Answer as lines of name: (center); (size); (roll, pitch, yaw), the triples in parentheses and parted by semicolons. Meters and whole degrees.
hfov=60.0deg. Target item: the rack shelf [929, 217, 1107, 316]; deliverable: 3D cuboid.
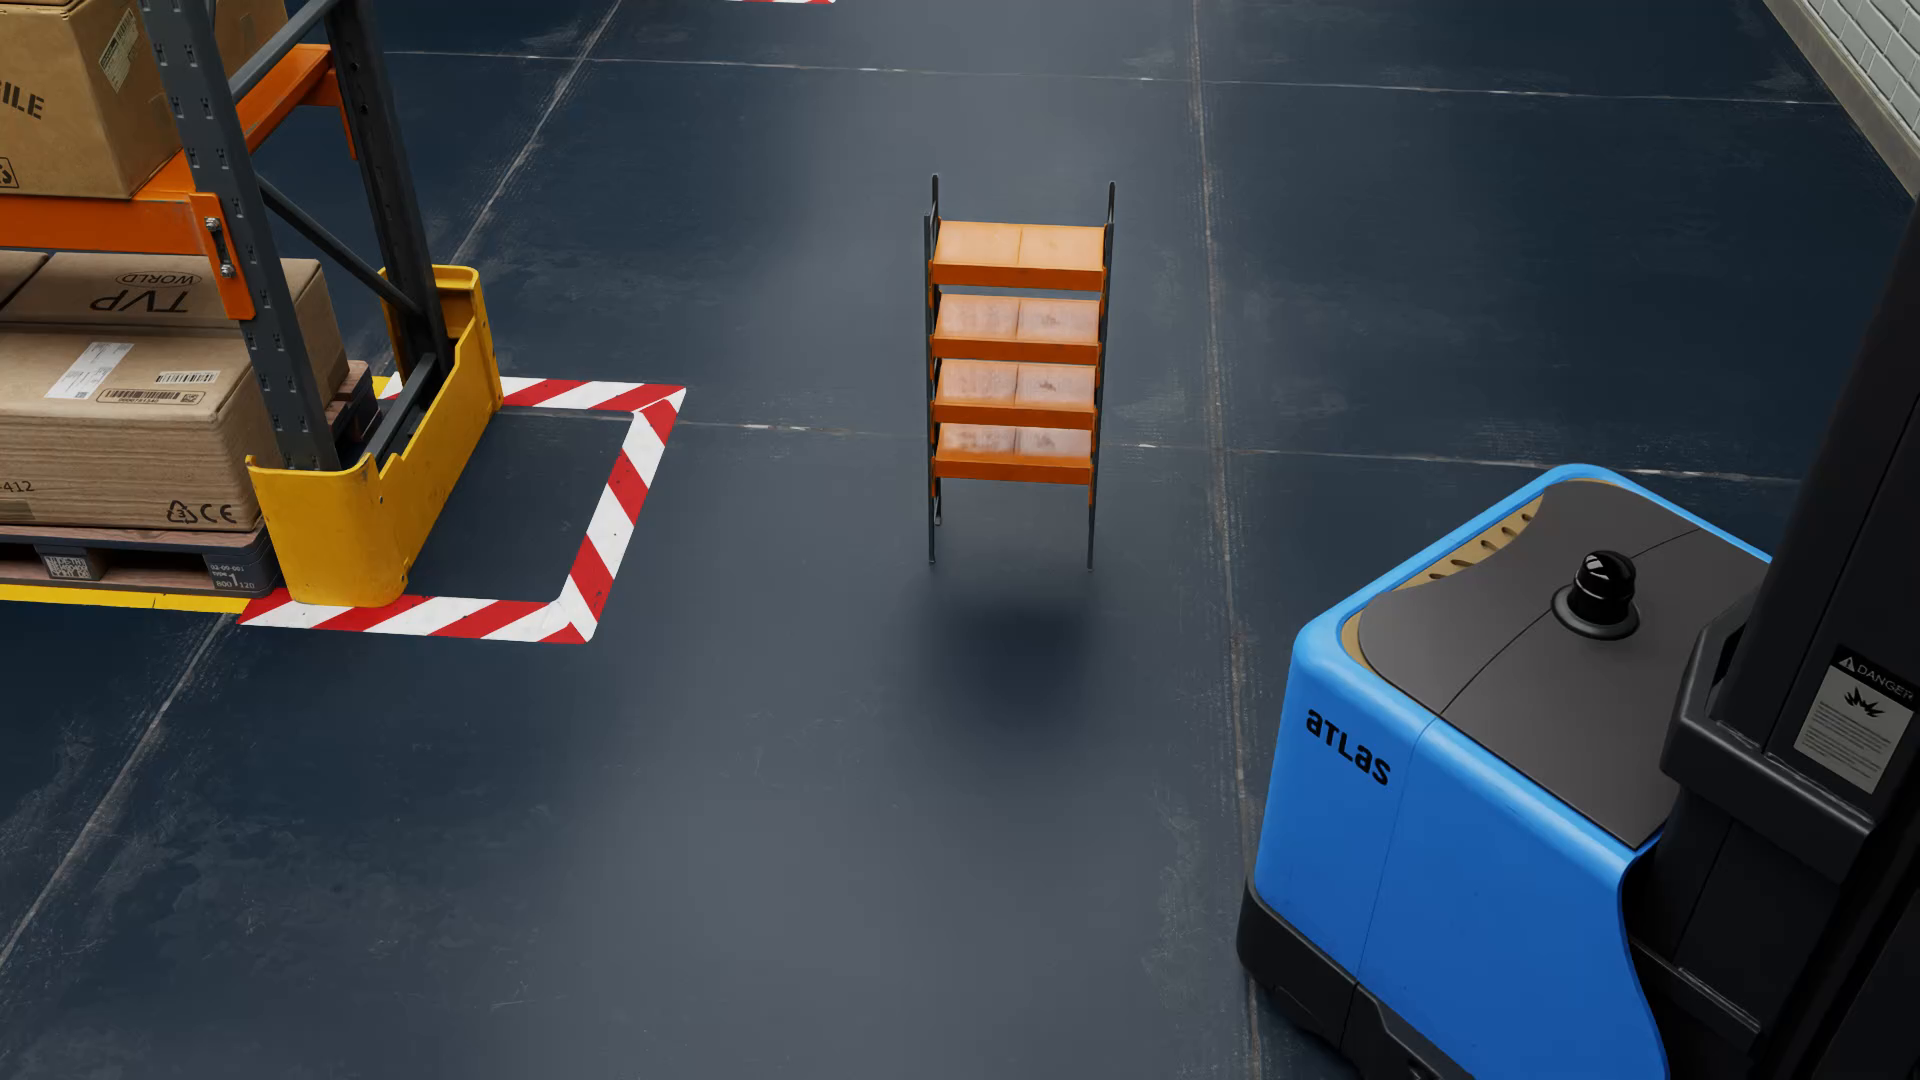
rack shelf: (0.165, -0.761, 4.612); (0.480, 0.148, 0.258); (3, 39, 4)

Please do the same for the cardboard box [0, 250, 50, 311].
cardboard box: (-3.424, -0.521, 5.210); (0.875, 0.438, 0.875); (4, 39, 5)

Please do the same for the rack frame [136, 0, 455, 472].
rack frame: (-1.846, -1.334, 4.512); (0.127, 3.000, 1.000); (3, 39, 4)

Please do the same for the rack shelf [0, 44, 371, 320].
rack shelf: (-3.838, -1.164, 4.873); (4.000, 0.370, 1.077); (3, 39, 4)

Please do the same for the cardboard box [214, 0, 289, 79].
cardboard box: (-2.299, -1.579, 4.735); (0.500, 0.500, 0.500); (3, 39, 3)

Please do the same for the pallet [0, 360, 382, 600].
pallet: (-2.649, -0.247, 5.386); (1.213, 0.211, 1.003); (3, 39, 4)

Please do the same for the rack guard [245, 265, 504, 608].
rack guard: (-1.822, -0.363, 5.300); (0.348, 0.500, 1.175); (3, 39, 4)

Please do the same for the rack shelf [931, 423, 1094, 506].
rack shelf: (0.165, -0.250, 5.028); (0.480, 0.148, 0.258); (3, 39, 4)

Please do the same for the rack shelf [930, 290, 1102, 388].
rack shelf: (0.165, -0.578, 4.761); (0.480, 0.148, 0.258); (3, 39, 4)

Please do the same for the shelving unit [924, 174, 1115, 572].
shelving unit: (0.165, -0.456, 4.860); (0.503, 1.200, 0.258); (3, 39, 4)

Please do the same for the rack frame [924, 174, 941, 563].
rack frame: (-0.078, -0.470, 4.876); (0.015, 1.200, 0.240); (3, 39, 4)

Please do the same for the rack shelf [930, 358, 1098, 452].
rack shelf: (0.165, -0.404, 4.903); (0.480, 0.148, 0.258); (3, 39, 4)

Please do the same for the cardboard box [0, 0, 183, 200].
cardboard box: (-2.349, -1.232, 4.309); (0.500, 0.500, 0.500); (3, 39, 4)

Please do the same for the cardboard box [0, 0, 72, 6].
cardboard box: (-2.346, -1.637, 4.014); (0.500, 0.500, 0.500); (4, 39, 5)

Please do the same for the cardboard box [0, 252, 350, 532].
cardboard box: (-2.512, -0.476, 5.156); (0.875, 0.438, 0.875); (2, 39, 2)

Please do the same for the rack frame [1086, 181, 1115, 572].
rack frame: (0.408, -0.443, 4.844); (0.015, 1.200, 0.240); (3, 39, 4)

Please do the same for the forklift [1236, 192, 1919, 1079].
forklift: (1.975, 0.410, 2.424); (1.130, 2.935, 3.031); (-27, 46, -29)
